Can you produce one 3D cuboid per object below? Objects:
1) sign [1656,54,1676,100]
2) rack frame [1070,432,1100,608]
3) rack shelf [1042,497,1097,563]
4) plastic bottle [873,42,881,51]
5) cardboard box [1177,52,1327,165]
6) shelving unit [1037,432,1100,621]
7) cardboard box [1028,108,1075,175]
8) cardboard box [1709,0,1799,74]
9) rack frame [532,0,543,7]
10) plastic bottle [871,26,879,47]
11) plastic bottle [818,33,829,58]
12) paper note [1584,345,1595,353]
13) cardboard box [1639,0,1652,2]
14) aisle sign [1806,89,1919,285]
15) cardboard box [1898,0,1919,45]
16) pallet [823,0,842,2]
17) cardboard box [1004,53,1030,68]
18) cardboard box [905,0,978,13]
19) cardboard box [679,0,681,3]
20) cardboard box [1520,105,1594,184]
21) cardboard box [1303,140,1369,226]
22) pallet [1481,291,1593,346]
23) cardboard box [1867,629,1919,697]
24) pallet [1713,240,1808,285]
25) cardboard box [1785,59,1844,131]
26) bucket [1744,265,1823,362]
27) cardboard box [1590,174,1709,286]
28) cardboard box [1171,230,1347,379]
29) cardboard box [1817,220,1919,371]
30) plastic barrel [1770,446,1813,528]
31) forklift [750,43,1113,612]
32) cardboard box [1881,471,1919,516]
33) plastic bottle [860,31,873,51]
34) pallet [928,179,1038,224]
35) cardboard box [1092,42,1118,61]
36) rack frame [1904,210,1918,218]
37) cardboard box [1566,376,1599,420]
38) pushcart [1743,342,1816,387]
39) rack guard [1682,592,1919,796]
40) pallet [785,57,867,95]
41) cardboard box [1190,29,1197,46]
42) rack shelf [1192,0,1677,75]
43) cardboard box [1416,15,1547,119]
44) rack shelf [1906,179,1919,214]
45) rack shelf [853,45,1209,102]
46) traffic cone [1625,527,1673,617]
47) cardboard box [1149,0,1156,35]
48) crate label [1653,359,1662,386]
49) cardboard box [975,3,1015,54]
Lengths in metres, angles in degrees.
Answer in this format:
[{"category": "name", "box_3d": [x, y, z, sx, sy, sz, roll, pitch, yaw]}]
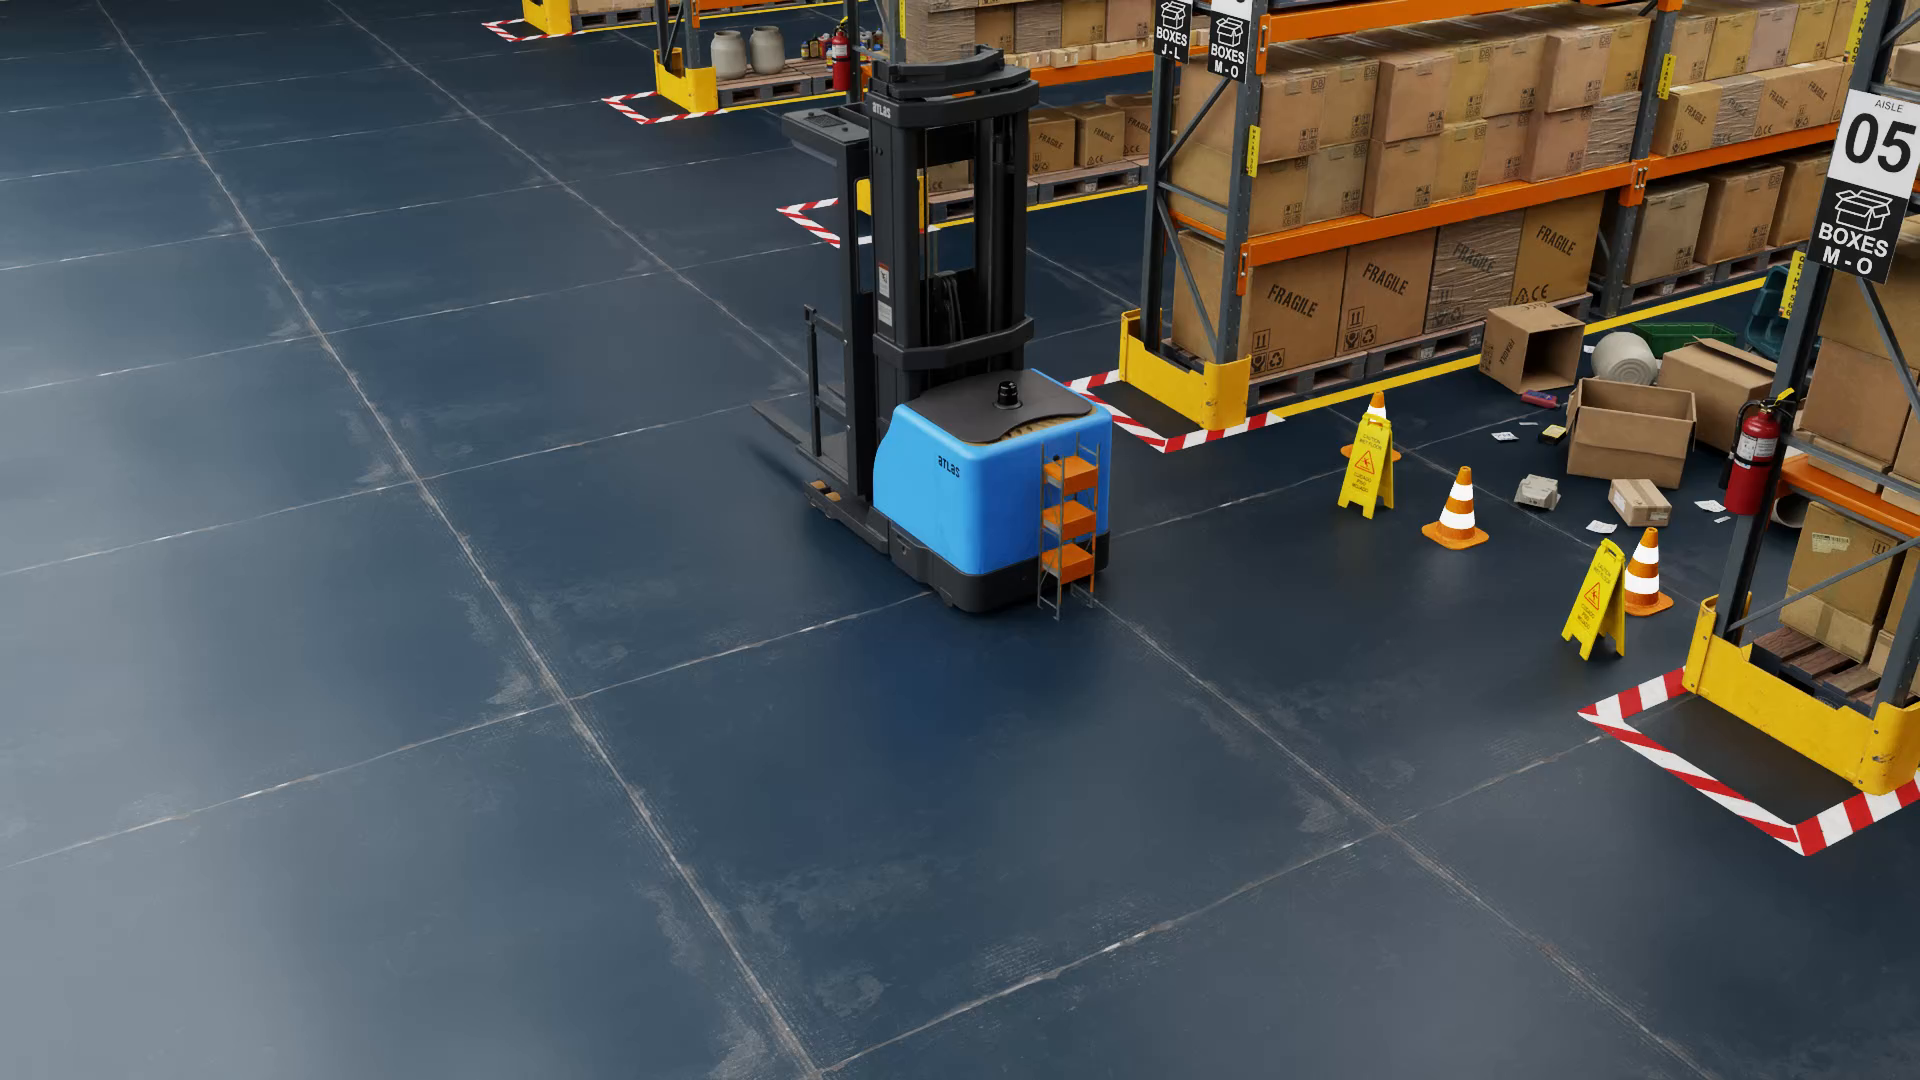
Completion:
[{"category": "sign", "box_3d": [5.372, -3.523, 12.650, 0.005, 0.325, 0.100, -16, 33, -26]}, {"category": "rack frame", "box_3d": [0.709, -0.103, 9.449, 0.008, 1.050, 0.200, -19, 34, -30]}, {"category": "rack shelf", "box_3d": [0.609, -0.060, 9.393, 0.240, 0.259, 0.215, -19, 34, -30]}, {"category": "plastic bottle", "box_3d": [-1.017, -5.986, 20.458, 0.097, 0.271, 0.097, 0, 29, 0]}, {"category": "cardboard box", "box_3d": [1.980, -2.974, 11.361, 0.550, 0.550, 0.875, -16, 33, -26]}, {"category": "shelving unit", "box_3d": [0.609, -0.070, 9.388, 0.252, 1.050, 0.215, -19, 34, -30]}, {"category": "cardboard box", "box_3d": [0.809, -3.994, 16.633, 0.500, 0.500, 0.500, -13, 31, -22]}, {"category": "cardboard box", "box_3d": [6.393, -4.196, 13.709, 0.500, 0.500, 0.700, -16, 32, -26]}, {"category": "rack frame", "box_3d": [-5.800, -8.580, 22.791, 0.127, 3.000, 1.000, -16, 33, -26]}, {"category": "plastic bottle", "box_3d": [-1.078, -6.404, 21.204, 0.133, 0.283, 0.061, -14, 32, -24]}, {"category": "plastic bottle", "box_3d": [-1.702, -6.198, 20.838, 0.135, 0.276, 0.152, -16, 33, -26]}, {"category": "paper note", "box_3d": [4.969, -1.499, 13.032, 0.147, 0.020, 0.142, 10, 30, 17]}, {"category": "cardboard box", "box_3d": [8.250, -6.259, 20.350, 0.875, 0.875, 1.225, -17, 33, -28]}, {"category": "aisle sign", "box_3d": [4.035, -1.568, 7.394, 0.004, 0.787, 0.394, -16, 33, -26]}, {"category": "cardboard box", "box_3d": [8.146, -4.695, 14.613, 0.500, 0.500, 0.700, -16, 33, -27]}, {"category": "pallet", "box_3d": [-1.736, -8.535, 25.595, 1.213, 0.211, 1.003, -16, 33, -26]}, {"category": "cardboard box", "box_3d": [0.454, -4.549, 15.747, 0.250, 0.149, 0.380, -16, 33, -26]}, {"category": "cardboard box", "box_3d": [-0.173, -5.085, 15.012, 0.500, 0.500, 0.500, -16, 33, -26]}, {"category": "cardboard box", "box_3d": [-3.931, -7.965, 24.088, 0.500, 0.250, 0.500, -16, 33, -26]}, {"category": "cardboard box", "box_3d": [4.315, -3.167, 12.827, 0.550, 0.550, 0.875, -16, 33, -26]}, {"category": "cardboard box", "box_3d": [2.401, -2.680, 11.945, 0.550, 0.550, 0.875, -16, 33, -26]}, {"category": "pallet", "box_3d": [4.394, -1.966, 13.692, 1.213, 0.211, 1.003, -16, 33, -26]}, {"category": "cardboard box", "box_3d": [5.071, 0.614, 8.543, 0.500, 0.250, 0.500, -16, 33, -27]}, {"category": "pallet", "box_3d": [6.770, -2.640, 14.914, 1.213, 0.211, 1.003, -16, 33, -26]}, {"category": "cardboard box", "box_3d": [6.984, -3.770, 13.972, 0.500, 0.500, 0.500, -15, 32, -26]}, {"category": "bucket", "box_3d": [6.140, -1.579, 11.920, 0.620, 0.611, 0.726, 4, 28, -14]}, {"category": "cardboard box", "box_3d": [5.579, -2.729, 14.082, 0.750, 0.750, 1.050, -16, 33, -27]}, {"category": "cardboard box", "box_3d": [2.192, -1.808, 12.285, 0.875, 0.875, 0.875, -16, 33, -26]}, {"category": "cardboard box", "box_3d": [4.565, -1.152, 7.884, 0.500, 0.500, 0.700, -17, 33, -28]}, {"category": "plastic barrel", "box_3d": [5.249, -0.332, 10.512, 0.421, 0.421, 0.512, 5, 29, 8]}, {"category": "forklift", "box_3d": [-0.351, -1.536, 10.098, 1.130, 2.935, 3.031, -18, 34, -29]}, {"category": "cardboard box", "box_3d": [4.633, -0.211, 7.886, 0.250, 0.149, 0.380, -16, 33, -26]}, {"category": "plastic bottle", "box_3d": [-1.184, -6.264, 20.958, 0.135, 0.276, 0.152, -16, 33, -26]}, {"category": "pallet", "box_3d": [-0.001, -3.434, 16.352, 1.213, 0.211, 1.003, -16, 33, -26]}, {"category": "cardboard box", "box_3d": [1.327, -4.785, 16.175, 0.250, 0.149, 0.380, -16, 33, -26]}, {"category": "rack frame", "box_3d": [8.538, -4.320, 15.071, 0.127, 3.000, 1.000, -16, 33, -26]}, {"category": "cardboard box", "box_3d": [4.541, -0.955, 11.805, 0.258, 0.266, 0.396, -10, 30, -18]}, {"category": "pushcart", "box_3d": [6.486, -1.093, 11.937, 1.648, 0.377, 0.936, 22, 36, 34]}, {"category": "rack guard", "box_3d": [4.301, 0.752, 8.468, 0.348, 0.500, 1.175, -16, 33, -26]}, {"category": "pallet", "box_3d": [-1.499, -5.826, 20.687, 1.213, 0.211, 1.003, -16, 33, -26]}, {"category": "cardboard box", "box_3d": [2.161, -5.053, 16.660, 0.250, 0.149, 0.380, -16, 33, -26]}, {"category": "rack shelf", "box_3d": [3.365, -3.849, 11.859, 4.000, 0.370, 1.077, -16, 33, -26]}, {"category": "cardboard box", "box_3d": [3.803, -3.545, 12.394, 0.550, 0.550, 0.875, -16, 33, -26]}, {"category": "rack shelf", "box_3d": [5.960, -1.812, 8.167, 4.000, 0.370, 1.077, -16, 33, -26]}, {"category": "rack shelf", "box_3d": [0.939, -4.627, 16.372, 4.000, 0.370, 1.077, -16, 33, -26]}, {"category": "traffic cone", "box_3d": [3.953, 0.144, 9.608, 0.334, 0.463, 0.336, -16, 33, -26]}, {"category": "cardboard box", "box_3d": [1.796, -5.413, 16.641, 0.500, 0.500, 0.875, -16, 33, -26]}, {"category": "crate label", "box_3d": [5.325, -1.256, 12.482, 0.298, 0.136, 0.250, 10, 30, 17]}, {"category": "cardboard box", "box_3d": [0.074, -4.922, 15.751, 0.500, 0.500, 0.875, -16, 33, -26]}]
